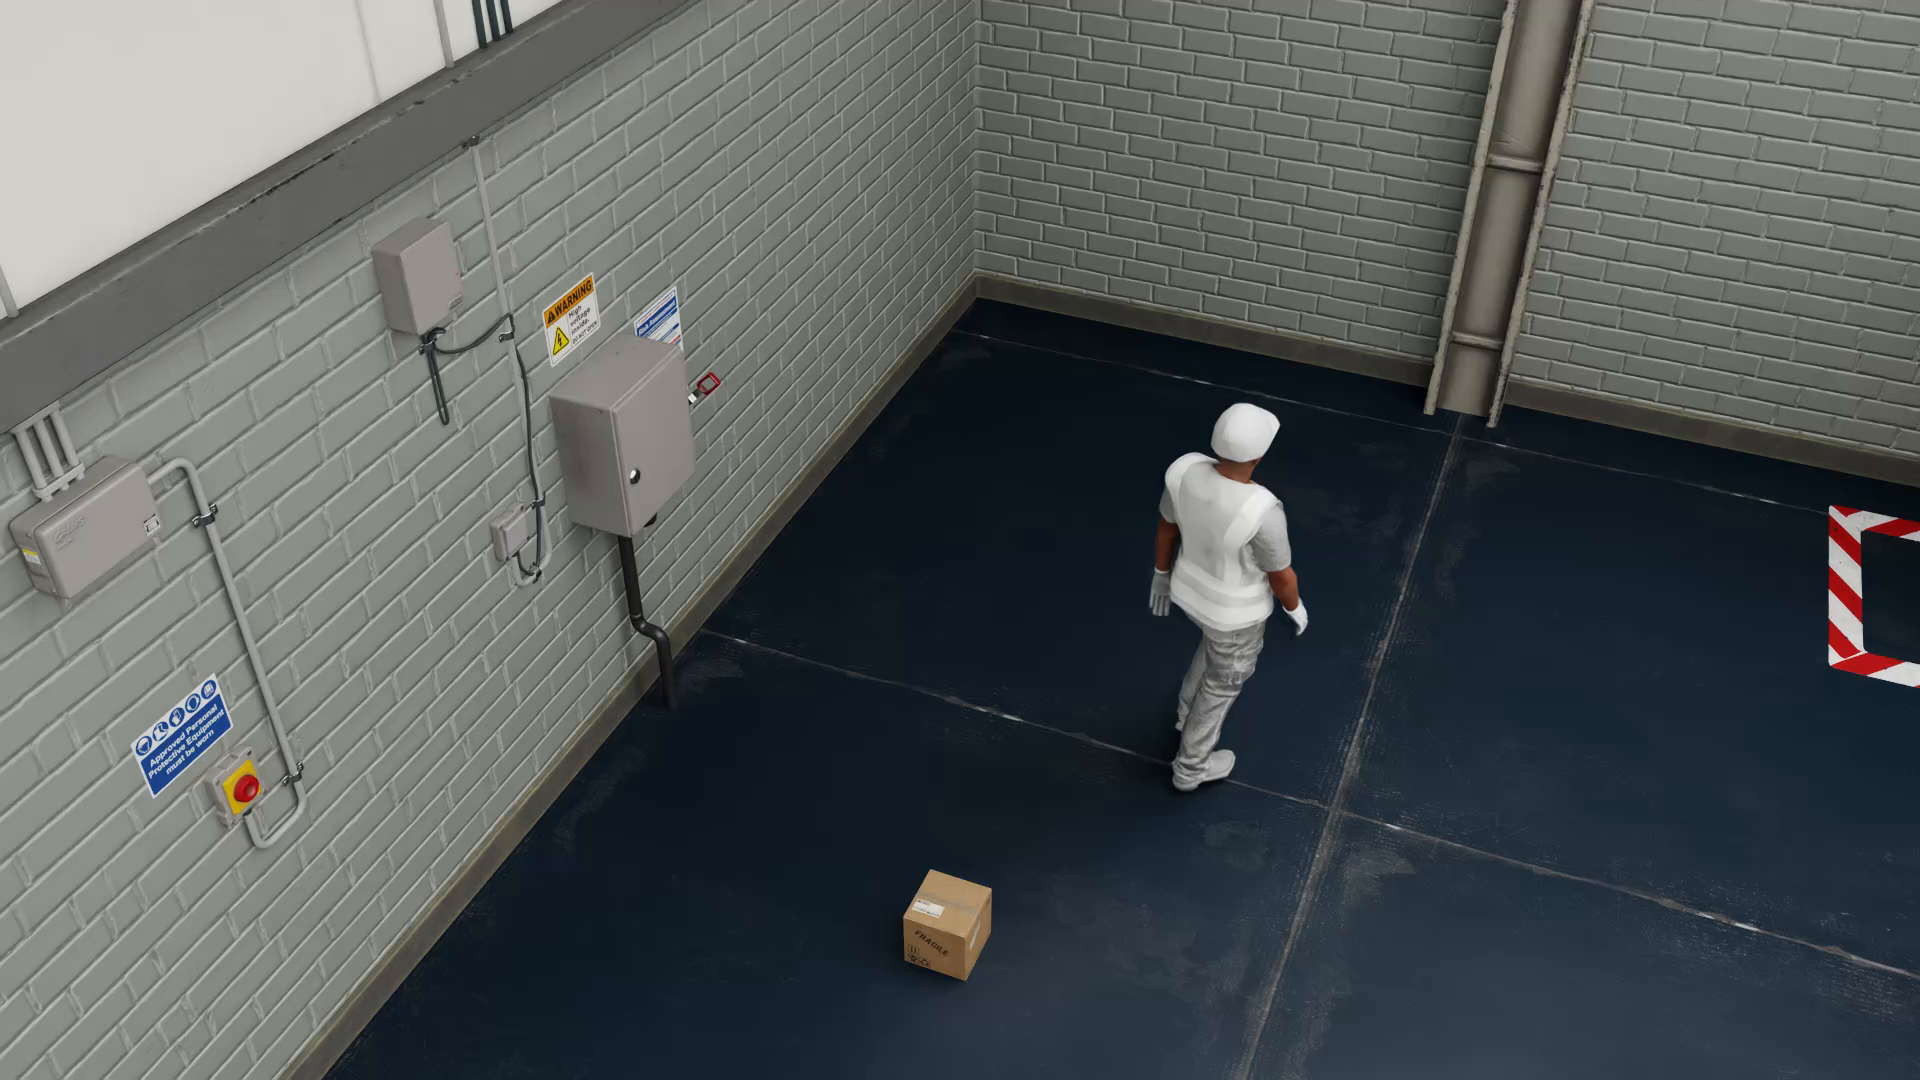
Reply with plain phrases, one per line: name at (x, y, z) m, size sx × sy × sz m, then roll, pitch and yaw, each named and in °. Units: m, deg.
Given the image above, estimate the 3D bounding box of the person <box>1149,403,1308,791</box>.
person at (1.050, 0.233, 6.503) m, size 0.486 × 1.837 × 0.564 m, roll -23°, pitch 43°, yaw -28°
